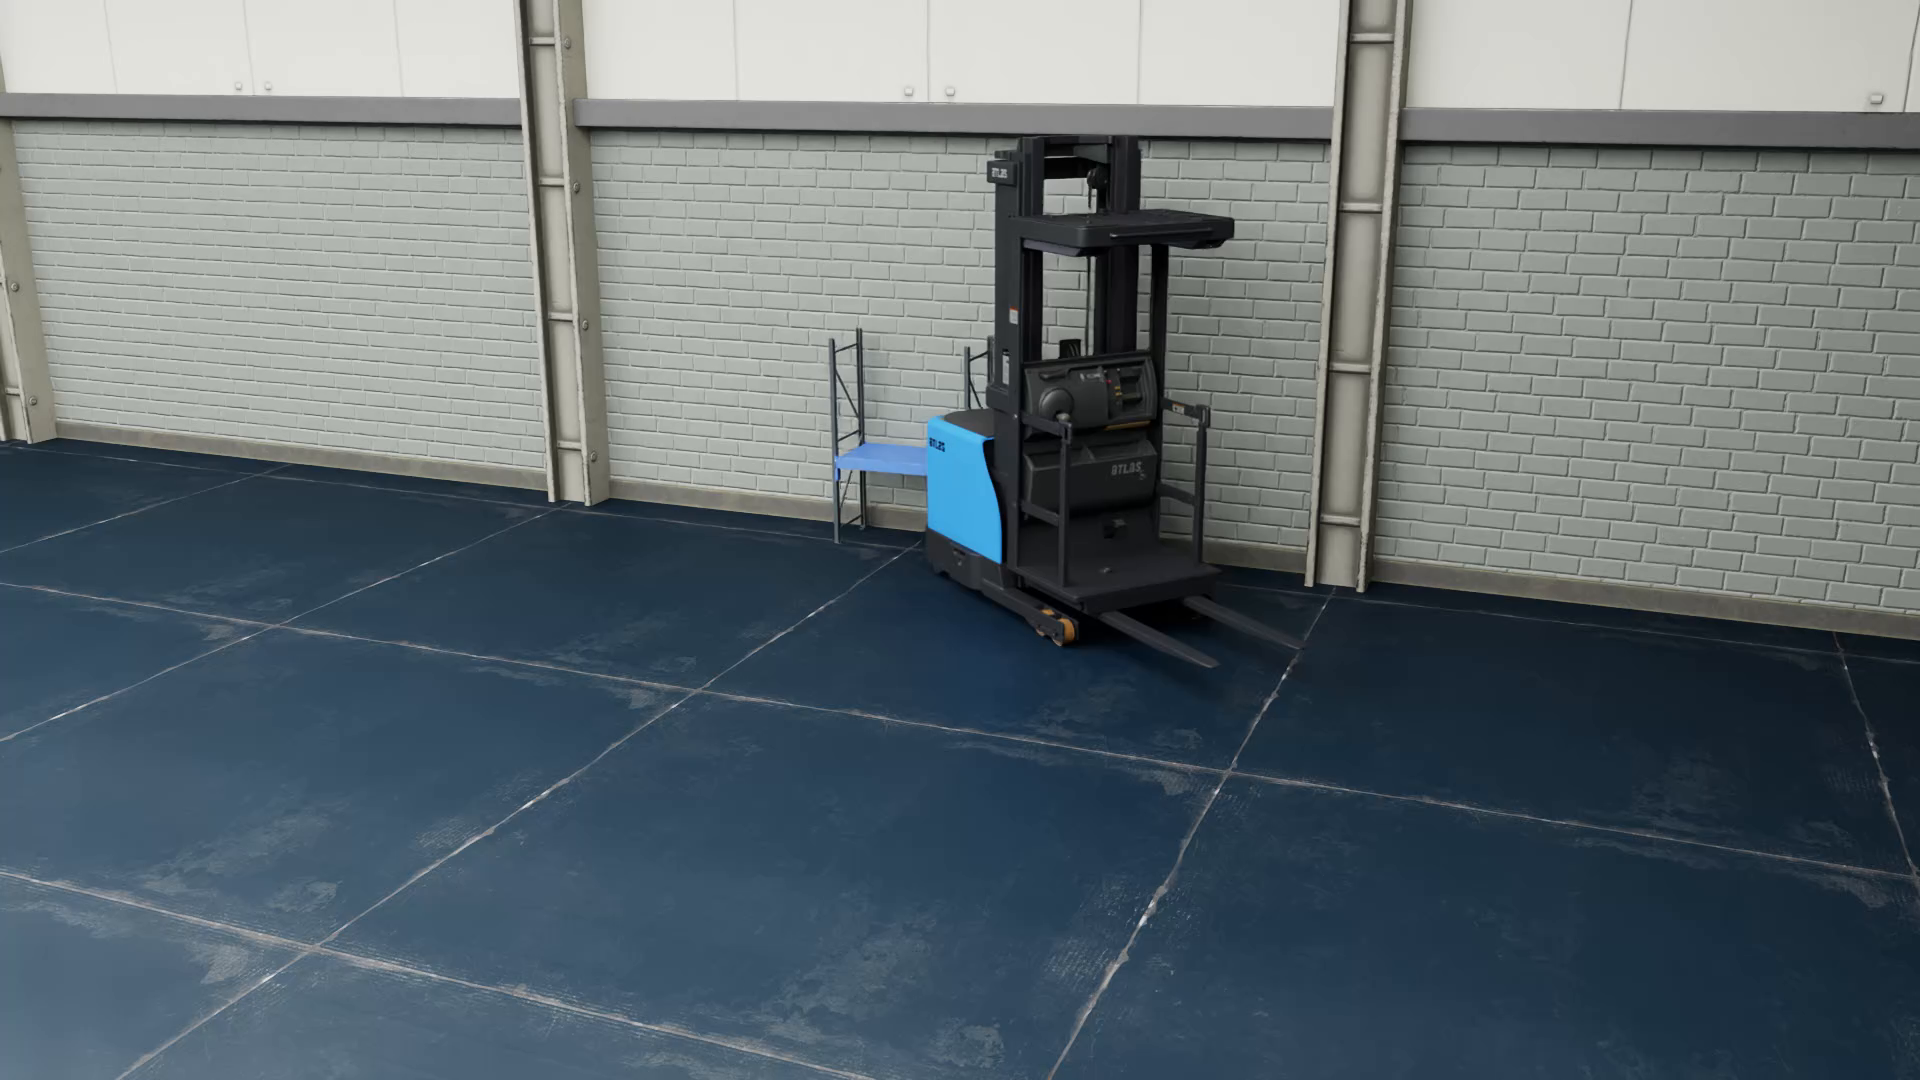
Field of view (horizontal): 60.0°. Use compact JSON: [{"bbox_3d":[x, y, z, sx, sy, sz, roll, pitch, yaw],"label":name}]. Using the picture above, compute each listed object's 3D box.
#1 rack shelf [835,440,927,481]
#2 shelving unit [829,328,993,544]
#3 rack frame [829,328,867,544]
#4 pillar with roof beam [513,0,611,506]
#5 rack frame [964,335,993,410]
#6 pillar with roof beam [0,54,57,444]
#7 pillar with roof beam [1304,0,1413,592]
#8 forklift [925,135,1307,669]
[{"bbox_3d":[-0.336,-0.534,11.951,1.000,0.185,0.538,6,18,21],"label":"rack shelf"},{"bbox_3d":[-0.337,-0.706,11.900,1.048,1.500,0.538,6,18,21],"label":"shelving unit"},{"bbox_3d":[-0.810,-0.756,12.079,0.032,1.500,0.500,6,18,21],"label":"rack frame"},{"bbox_3d":[-4.617,-3.533,8.202,0.400,9.000,9.100,6,17,21],"label":"pillar with roof beam"},{"bbox_3d":[0.136,-0.657,11.721,0.032,1.500,0.500,6,18,21],"label":"rack frame"},{"bbox_3d":[-10.198,-4.147,10.316,0.400,9.000,9.100,6,17,21],"label":"pillar with roof beam"},{"bbox_3d":[0.965,-2.919,6.088,0.400,9.000,9.100,6,17,21],"label":"pillar with roof beam"},{"bbox_3d":[0.918,-0.917,10.074,1.130,2.935,3.031,-9,18,-28],"label":"forklift"}]
